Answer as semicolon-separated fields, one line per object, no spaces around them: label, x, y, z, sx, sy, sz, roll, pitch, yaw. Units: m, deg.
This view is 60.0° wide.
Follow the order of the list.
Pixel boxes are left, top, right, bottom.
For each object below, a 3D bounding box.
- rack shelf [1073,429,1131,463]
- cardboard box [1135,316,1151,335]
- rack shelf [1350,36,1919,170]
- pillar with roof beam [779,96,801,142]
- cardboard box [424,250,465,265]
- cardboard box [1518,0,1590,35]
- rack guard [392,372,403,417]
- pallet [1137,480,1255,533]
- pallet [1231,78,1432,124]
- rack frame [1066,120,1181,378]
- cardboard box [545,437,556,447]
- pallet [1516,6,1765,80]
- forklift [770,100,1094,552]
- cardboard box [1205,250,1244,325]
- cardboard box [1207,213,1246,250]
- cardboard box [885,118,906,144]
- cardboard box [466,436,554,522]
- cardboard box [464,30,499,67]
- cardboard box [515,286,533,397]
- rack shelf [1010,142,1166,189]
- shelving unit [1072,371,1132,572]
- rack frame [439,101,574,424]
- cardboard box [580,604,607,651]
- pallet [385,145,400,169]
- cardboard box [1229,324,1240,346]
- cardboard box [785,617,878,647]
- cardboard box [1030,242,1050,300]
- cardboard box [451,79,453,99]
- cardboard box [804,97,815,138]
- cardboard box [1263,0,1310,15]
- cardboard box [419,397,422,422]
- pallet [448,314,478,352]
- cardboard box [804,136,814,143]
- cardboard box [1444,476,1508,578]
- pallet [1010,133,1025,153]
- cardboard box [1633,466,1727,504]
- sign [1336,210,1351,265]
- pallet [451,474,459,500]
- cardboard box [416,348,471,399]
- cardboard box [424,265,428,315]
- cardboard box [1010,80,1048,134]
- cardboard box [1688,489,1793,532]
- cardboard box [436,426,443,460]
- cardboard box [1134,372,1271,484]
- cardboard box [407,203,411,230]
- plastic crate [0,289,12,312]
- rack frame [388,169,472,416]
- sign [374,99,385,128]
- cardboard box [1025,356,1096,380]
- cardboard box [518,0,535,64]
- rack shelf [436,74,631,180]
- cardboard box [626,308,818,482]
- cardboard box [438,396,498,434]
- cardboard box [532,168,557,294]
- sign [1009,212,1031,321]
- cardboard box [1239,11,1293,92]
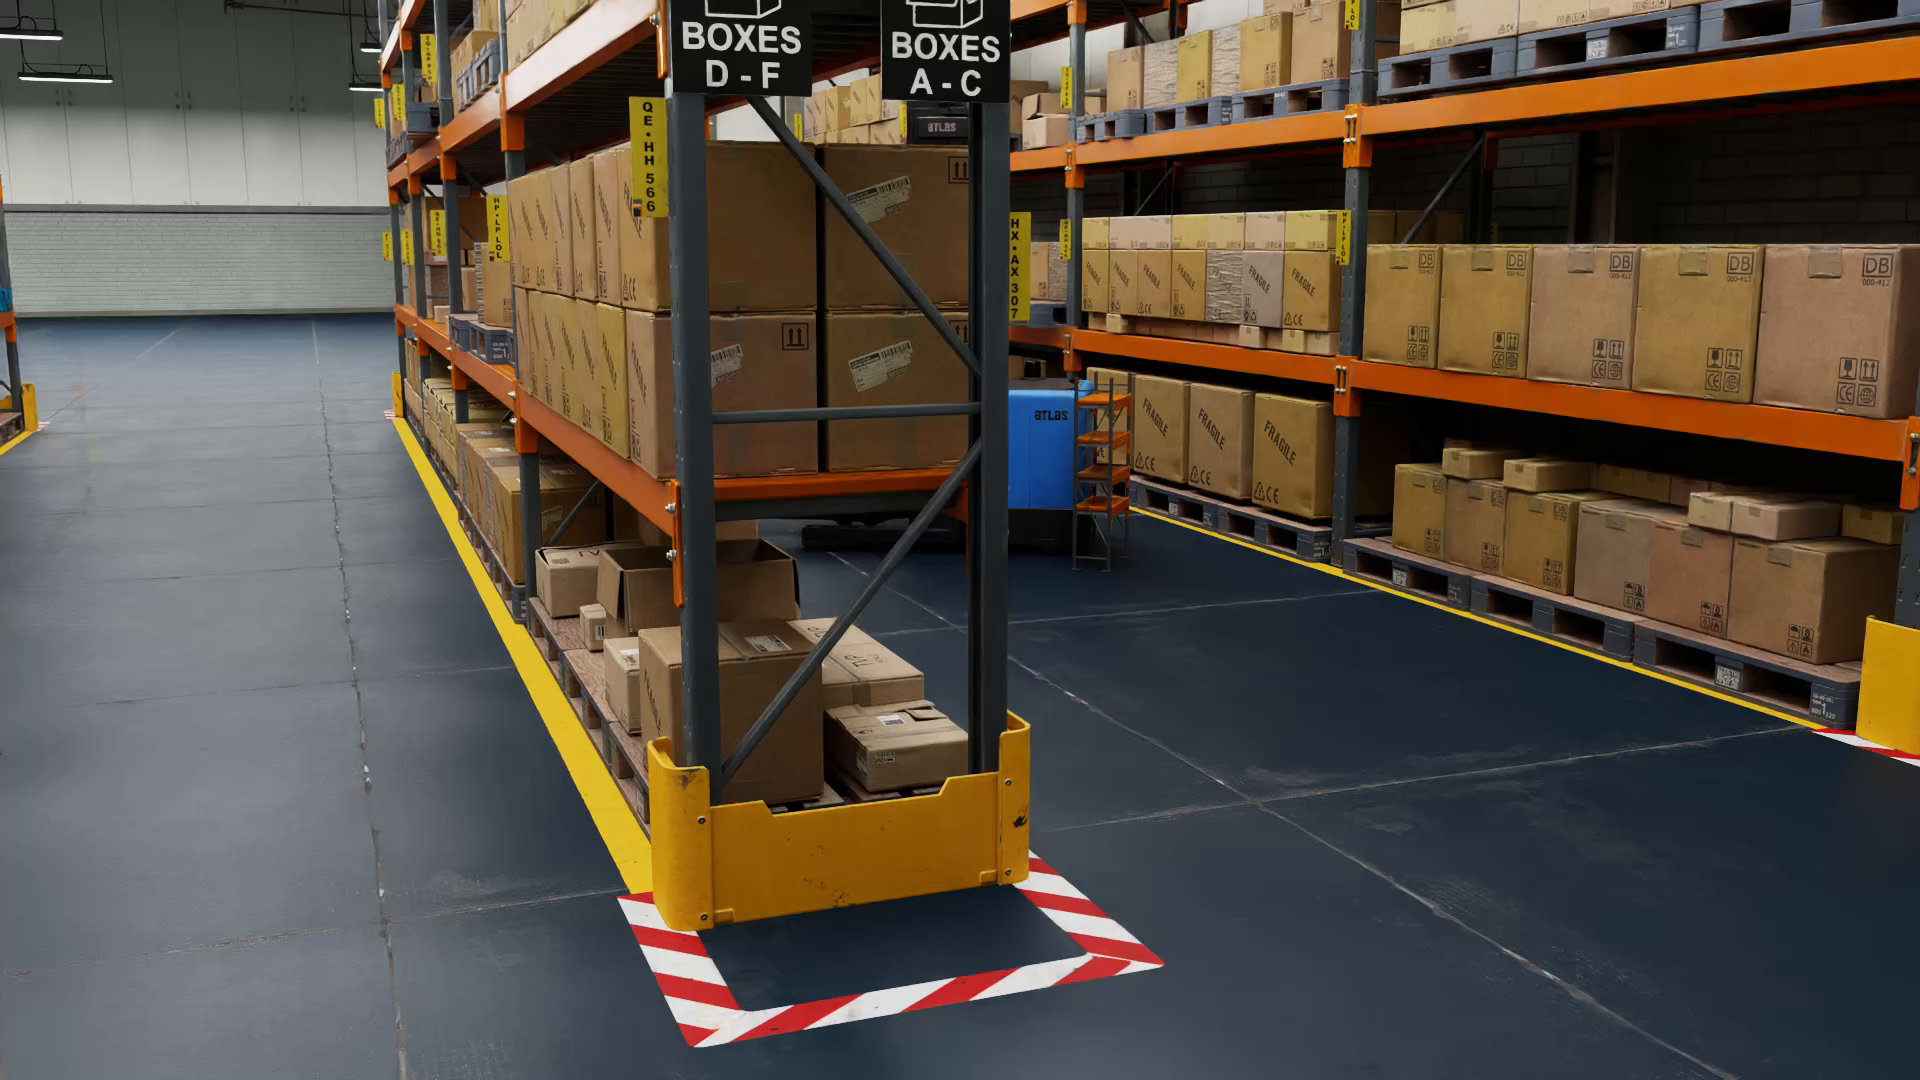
rack shelf;0.895;-0.594;10.438;0.258;0.148;0.480;3;11;18
cardboard box;1.588;-1.684;12.980;0.380;0.149;0.250;-4;11;-21
rack shelf;3.552;-2.133;8.334;1.077;0.370;4.000;-4;11;-21
pillar with roof beam;-6.648;-6.896;24.491;9.100;9.000;0.400;-4;11;-21
cardboard box;-4.985;-2.727;16.047;0.380;0.149;0.250;-4;11;-21
cardboard box;3.196;-2.699;8.405;0.500;0.250;0.500;-4;11;-22
rack guard;-6.145;-1.754;19.851;1.175;0.500;0.348;-4;11;-21
pallet;2.032;-0.284;12.416;1.003;0.211;1.213;-4;11;-21
pallet;2.449;-2.866;10.947;0.805;0.209;1.217;-4;11;-23
rack frame;1.378;-1.989;14.040;1.000;3.000;0.127;-4;11;-21
cardboard box;-2.493;-0.438;11.200;0.500;0.500;0.500;-4;11;-23
pallet;3.553;-2.437;8.242;1.003;0.211;1.213;-4;11;-21
forklift;-0.618;-1.457;11.245;3.031;2.935;1.130;1;10;7
cardboard box;2.057;-1.767;11.595;0.500;0.500;0.500;-4;11;-21
cardboard box;2.059;-2.139;11.545;0.500;0.250;0.500;-4;11;-20
cardboard box;-0.486;-4.245;17.814;0.500;0.500;0.500;-4;11;-19
cardboard box;-2.967;-0.401;10.989;0.500;0.500;0.500;-4;11;-22
cardboard box;-2.675;-2.963;10.664;0.910;0.500;0.500;-4;11;-21
cardboard box;-1.857;-0.970;8.025;0.500;0.500;0.500;-4;11;-19
rack shelf;0.653;-3.439;15.675;1.077;0.370;4.000;-4;11;-21
shelving unit;0.895;-0.440;10.465;0.258;1.200;0.503;3;11;18
rack frame;-3.237;-1.674;12.269;1.000;3.000;0.127;-4;11;-21
cardboard box;-1.515;0.380;7.555;0.380;0.166;0.250;-4;11;-21
pallet;-5.904;-4.297;18.697;1.003;0.211;1.213;-4;11;-21
cardboard box;2.099;-1.428;11.545;0.380;0.149;0.250;-4;11;-21
cardboard box;-0.633;0.498;6.648;0.500;0.250;0.500;-4;11;-21
cardboard box;0.971;-2.421;14.923;0.700;0.500;0.500;-5;11;-26
cardboard box;-3.661;-3.439;12.853;0.500;0.250;0.500;-4;11;-19
cardboard box;-1.608;-5.245;20.580;0.500;0.500;0.500;-5;11;-25
cardboard box;2.417;-3.690;11.349;0.500;0.250;0.500;-4;11;-23
cardboard box;-5.231;-1.324;16.953;0.500;0.250;0.500;-4;11;-21
pallet;-2.926;-1.474;11.689;1.213;0.211;1.003;-4;11;-21
cardboard box;-1.633;-4.761;20.711;0.500;0.500;0.500;-4;11;-19
cardboard box;3.182;-0.102;9.366;0.700;0.500;0.500;-4;11;-21
pallet;0.432;-3.750;15.909;1.213;0.211;1.003;-4;11;-21
cardboard box;3.701;-0.286;8.550;0.380;0.149;0.250;-4;11;-20
sign;2.325;-1.832;10.072;0.100;0.325;0.005;-4;11;-21
pallet;-3.499;-0.438;13.282;1.003;0.211;1.213;-4;11;-21
cardboard box;-5.229;-1.694;16.888;0.500;0.500;0.500;-4;11;-21
cardboard box;-5.051;-2.534;16.817;0.700;0.500;0.500;-4;11;-21
cardboard box;0.499;-4.080;15.740;0.500;0.500;0.500;-4;11;-23
cardboard box;3.621;-0.138;7.718;0.380;0.149;0.250;-4;11;-19
cardboard box;-4.214;-0.848;14.274;0.500;0.250;0.500;-4;11;-20
cardboard box;1.834;-0.866;12.663;0.750;0.750;0.750;-4;11;-21
cardboard box;-5.764;-3.497;18.525;0.700;0.500;0.500;-4;11;-22
plastic crate;-10.294;-2.531;17.506;0.499;0.251;0.616;-4;11;-21
rack frame;-6.137;-2.980;19.610;1.000;3.000;0.127;-4;11;-21
sign;-6.656;-4.892;19.071;0.100;0.325;0.005;-4;11;-21
cardboard box;0.921;-1.556;15.342;0.500;0.250;0.500;-4;11;-20
cardboard box;-1.665;-2.248;7.354;0.500;0.250;0.500;-4;11;-21
rack shelf;-2.513;-2.471;10.234;1.077;0.370;4.000;-4;11;-21
cardboard box;-0.754;-0.474;5.233;0.500;0.500;0.500;-4;11;-19
cardboard box;-4.032;-1.040;13.755;0.500;0.311;0.500;-4;11;-21
cardboard box;-1.506;-1.300;7.024;0.500;0.500;0.500;-4;11;-23
sign;0.167;-0.829;5.046;0.100;0.325;0.005;-4;11;-21
cardboard box;2.349;-3.317;11.393;0.700;0.500;0.500;-4;11;-22
